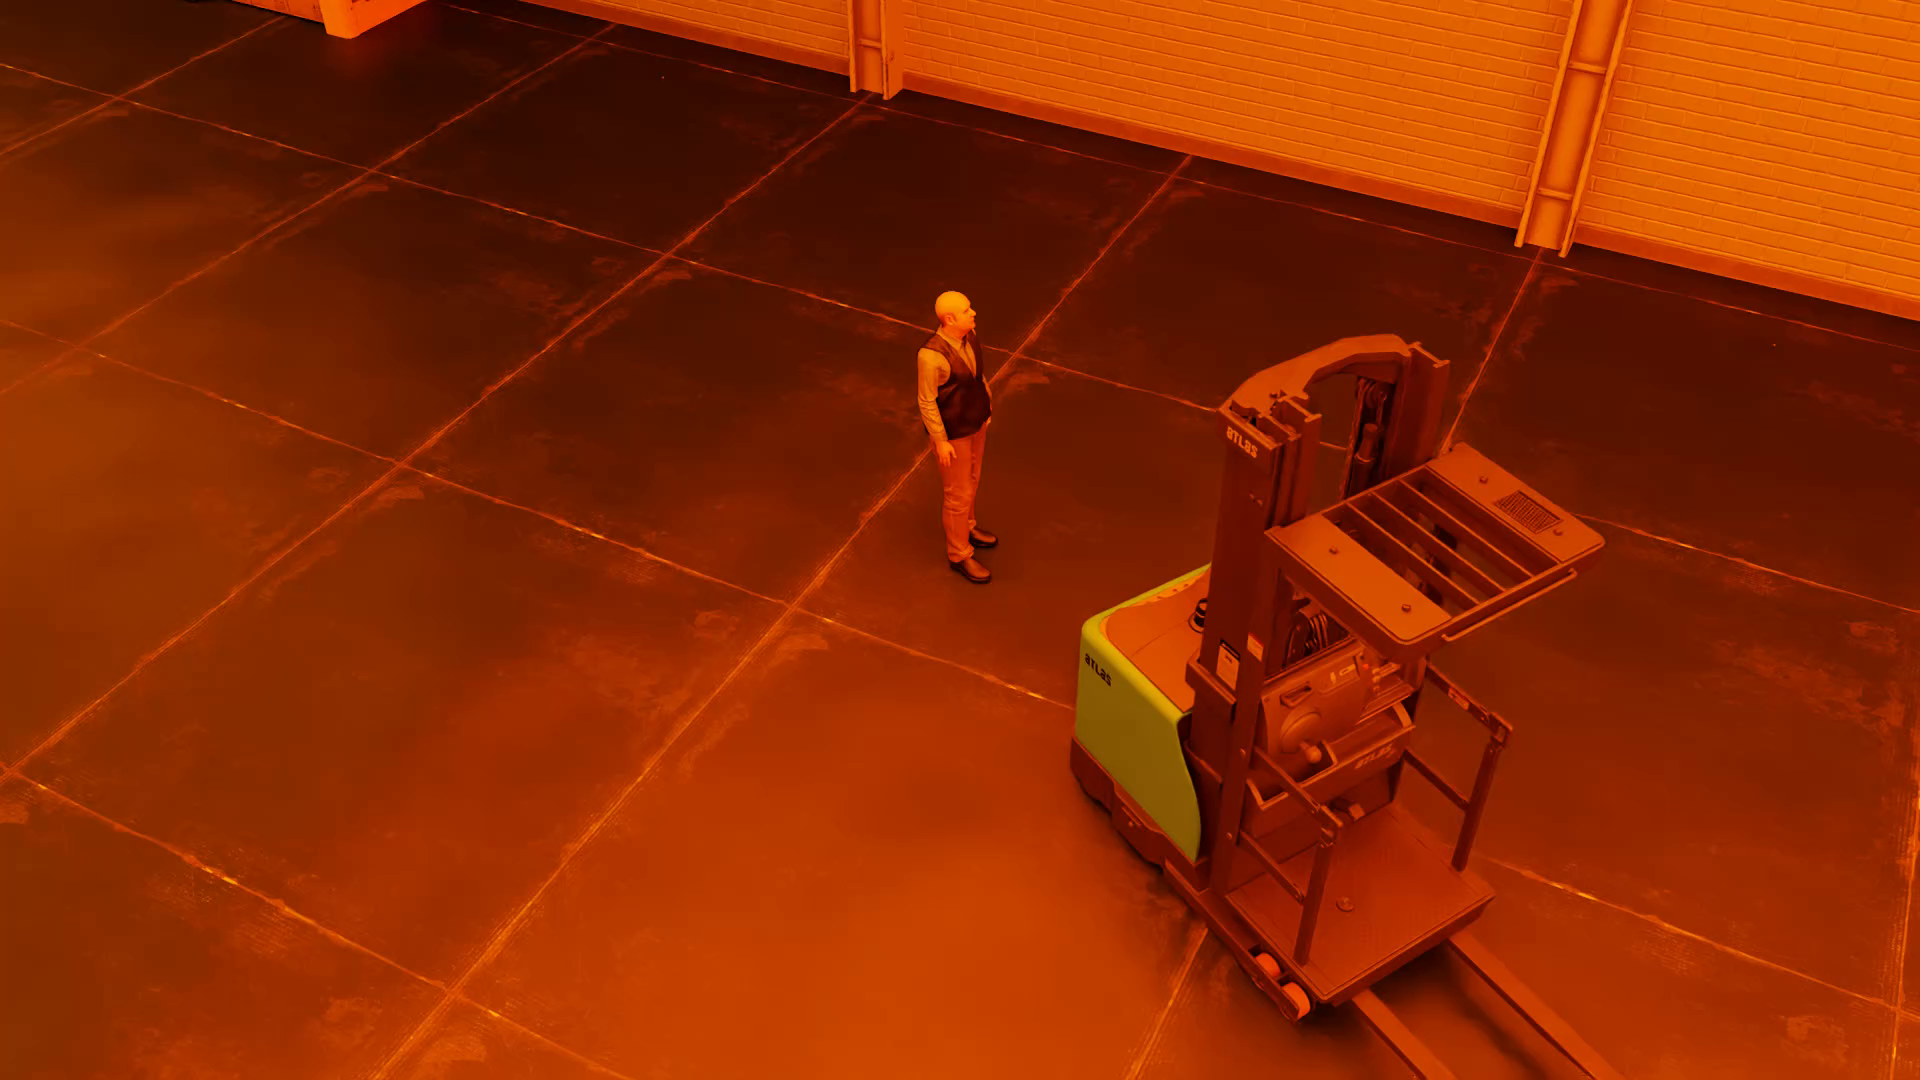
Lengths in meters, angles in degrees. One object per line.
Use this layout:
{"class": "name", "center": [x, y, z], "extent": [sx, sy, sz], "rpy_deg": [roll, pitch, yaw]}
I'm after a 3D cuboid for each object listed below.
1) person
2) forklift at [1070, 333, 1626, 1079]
{"class": "person", "center": [0.053, -0.641, 9.675], "extent": [0.565, 1.722, 0.633], "rpy_deg": [18, 43, 21]}
{"class": "forklift", "center": [1.796, 0.730, 7.120], "extent": [1.130, 2.935, 3.031], "rpy_deg": [-22, 45, -24]}
